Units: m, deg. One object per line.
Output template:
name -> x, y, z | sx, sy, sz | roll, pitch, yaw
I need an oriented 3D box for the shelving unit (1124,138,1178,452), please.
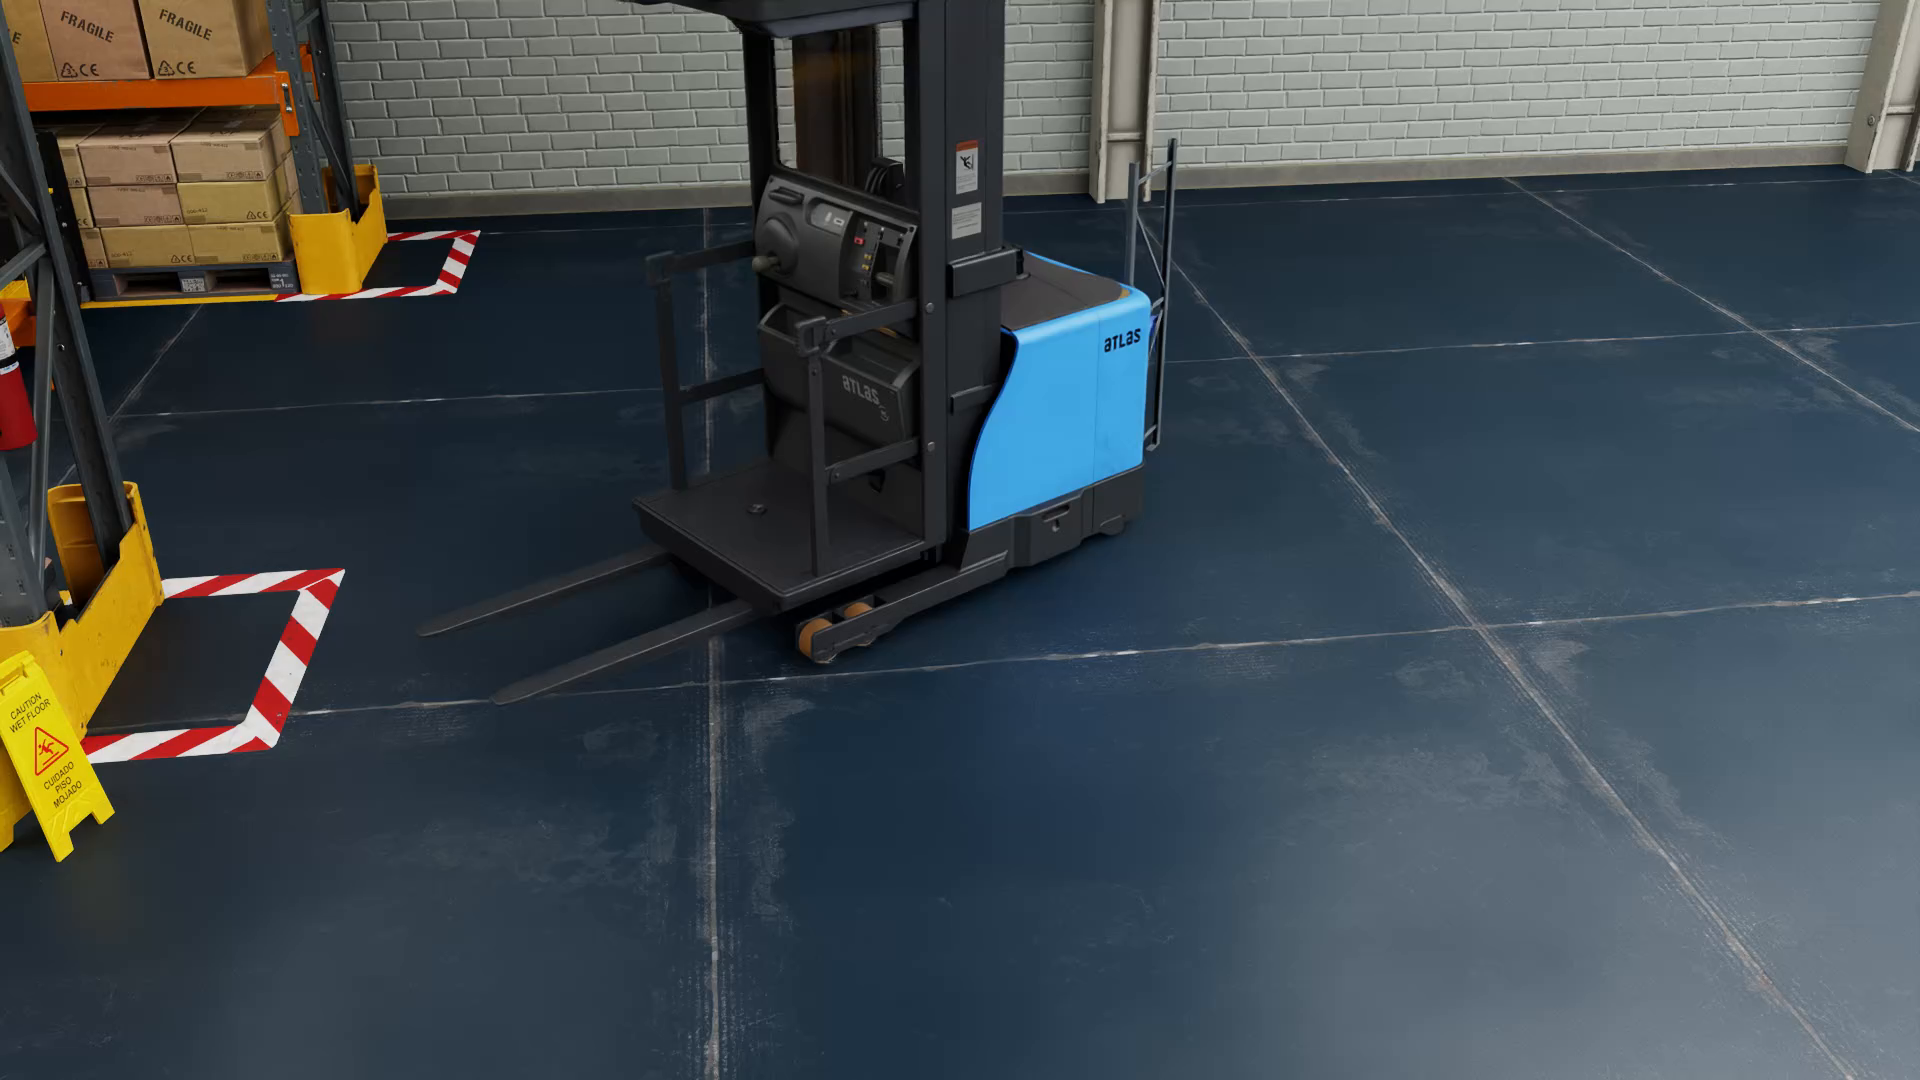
shelving unit -> 0.402, -1.151, 7.851 | 1.048, 1.500, 0.538 | 13, 30, 24

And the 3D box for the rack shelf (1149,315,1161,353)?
rack shelf -> 0.402, -0.991, 7.933 | 1.000, 0.185, 0.538 | 13, 30, 24

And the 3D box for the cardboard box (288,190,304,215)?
cardboard box -> -4.478, -2.120, 10.648 | 0.500, 0.250, 0.500 | -4, 27, -7

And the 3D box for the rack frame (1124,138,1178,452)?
rack frame -> 0.852, -1.044, 7.641 | 0.032, 1.500, 0.500 | 13, 30, 24

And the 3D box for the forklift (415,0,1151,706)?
forklift -> -0.639, -1.106, 6.195 | 3.031, 2.935, 1.130 | -21, 34, -35

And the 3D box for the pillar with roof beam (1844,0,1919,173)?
pillar with roof beam -> 7.703, -4.949, 7.037 | 0.400, 9.000, 9.100 | -4, 27, -7

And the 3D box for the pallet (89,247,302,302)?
pallet -> -4.716, -1.791, 10.509 | 1.213, 0.211, 1.003 | -4, 27, -7

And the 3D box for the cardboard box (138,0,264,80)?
cardboard box -> -4.416, -2.994, 9.689 | 0.500, 0.500, 0.500 | -4, 27, -8

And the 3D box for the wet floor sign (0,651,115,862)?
wet floor sign -> -2.932, 0.664, 5.250 | 0.232, 0.644, 0.267 | 6, 28, 11

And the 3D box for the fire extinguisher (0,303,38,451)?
fire extinguisher -> -3.092, -0.620, 5.258 | 0.183, 0.674, 0.296 | -4, 27, -7

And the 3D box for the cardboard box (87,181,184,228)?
cardboard box -> -4.901, -2.086, 10.034 | 0.500, 0.250, 0.500 | -4, 27, -8

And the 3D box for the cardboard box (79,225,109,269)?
cardboard box -> -5.377, -1.835, 10.092 | 0.500, 0.250, 0.500 | -3, 27, -7

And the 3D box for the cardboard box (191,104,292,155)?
cardboard box -> -4.467, -2.563, 10.415 | 0.500, 0.250, 0.500 | -4, 27, -8

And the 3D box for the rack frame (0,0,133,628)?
rack frame -> -3.270, -0.856, 5.632 | 0.127, 3.000, 1.000 | -4, 27, -7

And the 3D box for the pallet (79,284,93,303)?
pallet -> -5.922, -1.715, 10.361 | 1.213, 0.211, 1.003 | -4, 27, -7

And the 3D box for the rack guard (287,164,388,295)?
rack guard -> -3.941, -1.989, 10.578 | 0.348, 0.500, 1.175 | -4, 27, -7

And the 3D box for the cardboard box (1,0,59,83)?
cardboard box -> -5.438, -2.932, 9.569 | 0.500, 0.500, 0.500 | -4, 27, -8

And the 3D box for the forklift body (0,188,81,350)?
forklift body -> -5.588, -1.776, 8.356 | 1.214, 2.155, 2.313 | -4, 27, -7

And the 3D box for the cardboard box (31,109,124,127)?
cardboard box -> -5.458, -2.502, 10.298 | 0.500, 0.250, 0.500 | -4, 27, -7

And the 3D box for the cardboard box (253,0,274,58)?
cardboard box -> -4.494, -3.238, 10.165 | 0.500, 0.500, 0.500 | -3, 27, -5

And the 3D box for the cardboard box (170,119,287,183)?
cardboard box -> -4.377, -2.337, 9.976 | 0.500, 0.250, 0.500 | -3, 27, -5

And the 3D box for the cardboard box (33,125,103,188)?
cardboard box -> -5.381, -2.266, 9.836 | 0.500, 0.250, 0.500 | -3, 27, -6

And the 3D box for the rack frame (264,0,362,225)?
rack frame -> -3.965, -3.099, 10.004 | 0.127, 3.000, 1.000 | -4, 27, -7

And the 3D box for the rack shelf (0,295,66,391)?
rack shelf -> -5.250, -0.408, 5.548 | 4.000, 0.370, 1.077 | -4, 27, -7

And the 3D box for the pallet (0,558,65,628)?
pallet -> -4.154, 0.426, 6.189 | 1.213, 0.211, 1.003 | -4, 27, -7

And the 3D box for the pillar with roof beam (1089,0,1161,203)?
pillar with roof beam -> 1.761, -4.567, 6.294 | 0.400, 9.000, 9.100 | -4, 27, -7

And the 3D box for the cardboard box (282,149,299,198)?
cardboard box -> -4.459, -2.349, 10.547 | 0.500, 0.250, 0.500 | -3, 27, -6

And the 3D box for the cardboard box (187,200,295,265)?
cardboard box -> -4.386, -1.890, 10.200 | 0.500, 0.250, 0.500 | -3, 27, -7

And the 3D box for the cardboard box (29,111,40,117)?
cardboard box -> -5.967, -2.473, 10.240 | 0.500, 0.250, 0.500 | -4, 27, -8

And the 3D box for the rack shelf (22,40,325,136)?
rack shelf -> -5.945, -2.652, 9.921 | 4.000, 0.370, 1.077 | -4, 27, -7

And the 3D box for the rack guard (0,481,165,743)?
rack guard -> -3.345, 0.261, 6.193 | 0.348, 0.500, 1.175 | -4, 27, -7

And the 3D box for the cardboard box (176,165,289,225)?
cardboard box -> -4.403, -2.113, 10.086 | 0.500, 0.250, 0.500 | -4, 27, -8

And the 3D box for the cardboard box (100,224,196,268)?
cardboard box -> -4.880, -1.863, 10.146 | 0.500, 0.250, 0.500 | -4, 27, -7

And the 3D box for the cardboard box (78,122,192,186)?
cardboard box -> -4.882, -2.302, 9.908 | 0.500, 0.250, 0.500 | -3, 27, -6

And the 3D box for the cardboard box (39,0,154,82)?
cardboard box -> -4.931, -2.965, 9.633 | 0.500, 0.500, 0.500 | -3, 27, -5

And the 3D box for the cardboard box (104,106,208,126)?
cardboard box -> -4.961, -2.529, 10.350 | 0.500, 0.250, 0.500 | -4, 27, -7

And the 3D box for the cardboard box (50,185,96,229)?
cardboard box -> -5.410, -2.044, 9.951 | 0.500, 0.250, 0.500 | -4, 27, -8
